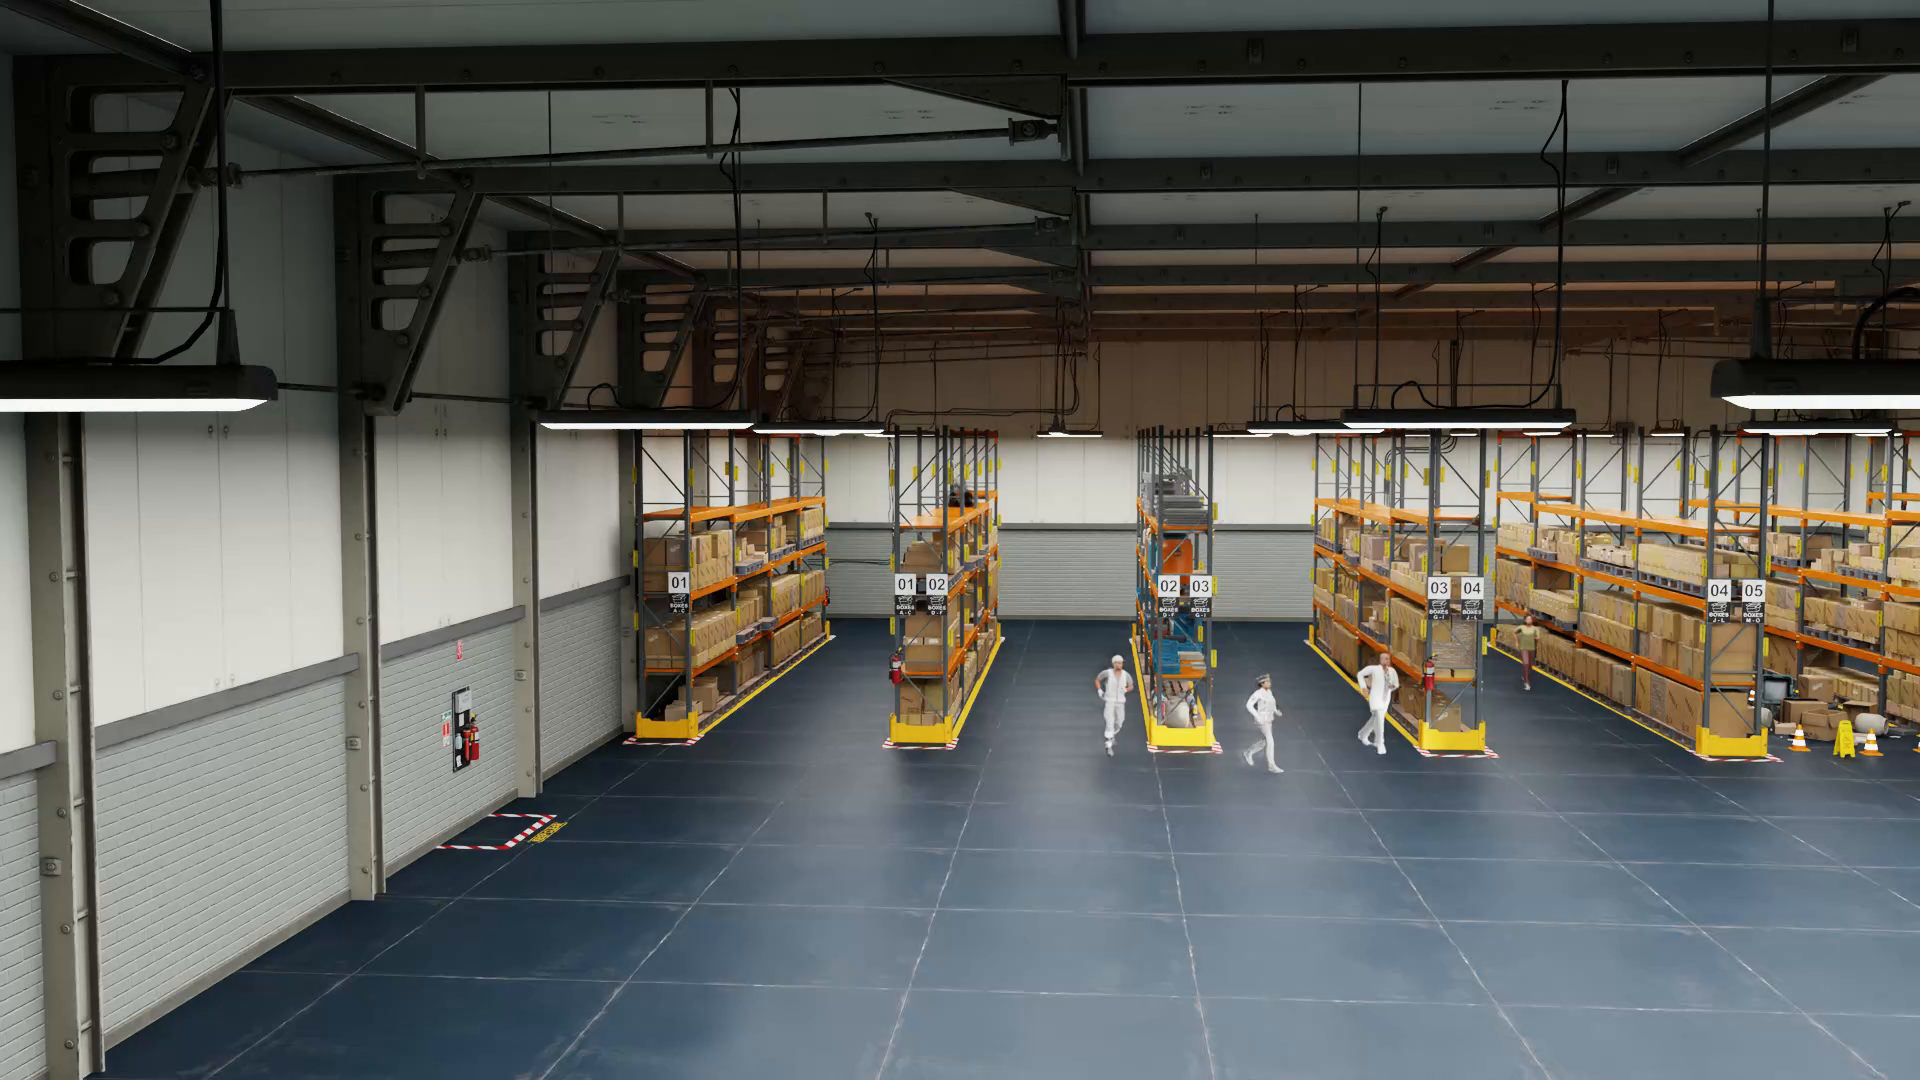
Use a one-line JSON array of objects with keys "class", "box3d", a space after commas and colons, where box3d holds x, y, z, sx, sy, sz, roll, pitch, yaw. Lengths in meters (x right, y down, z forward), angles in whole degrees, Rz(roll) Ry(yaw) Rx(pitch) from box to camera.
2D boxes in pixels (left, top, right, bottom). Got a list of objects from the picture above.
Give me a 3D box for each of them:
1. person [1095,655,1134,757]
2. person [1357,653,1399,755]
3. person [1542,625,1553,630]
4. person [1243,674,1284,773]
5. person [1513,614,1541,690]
[{"class": "person", "box3d": [2.866, 2.994, 30.487, 0.674, 1.779, 1.008, -1, 4, -14]}, {"class": "person", "box3d": [7.780, 2.992, 30.804, 0.727, 1.805, 0.959, -2, 4, -26]}, {"class": "person", "box3d": [16.543, 1.995, 47.400, 0.970, 1.828, 0.727, 0, 3, 7]}, {"class": "person", "box3d": [5.228, 3.144, 28.738, 0.823, 1.683, 0.630, 3, 4, 39]}, {"class": "person", "box3d": [13.108, 2.562, 38.404, 0.557, 1.701, 0.879, 0, 3, 1]}]
